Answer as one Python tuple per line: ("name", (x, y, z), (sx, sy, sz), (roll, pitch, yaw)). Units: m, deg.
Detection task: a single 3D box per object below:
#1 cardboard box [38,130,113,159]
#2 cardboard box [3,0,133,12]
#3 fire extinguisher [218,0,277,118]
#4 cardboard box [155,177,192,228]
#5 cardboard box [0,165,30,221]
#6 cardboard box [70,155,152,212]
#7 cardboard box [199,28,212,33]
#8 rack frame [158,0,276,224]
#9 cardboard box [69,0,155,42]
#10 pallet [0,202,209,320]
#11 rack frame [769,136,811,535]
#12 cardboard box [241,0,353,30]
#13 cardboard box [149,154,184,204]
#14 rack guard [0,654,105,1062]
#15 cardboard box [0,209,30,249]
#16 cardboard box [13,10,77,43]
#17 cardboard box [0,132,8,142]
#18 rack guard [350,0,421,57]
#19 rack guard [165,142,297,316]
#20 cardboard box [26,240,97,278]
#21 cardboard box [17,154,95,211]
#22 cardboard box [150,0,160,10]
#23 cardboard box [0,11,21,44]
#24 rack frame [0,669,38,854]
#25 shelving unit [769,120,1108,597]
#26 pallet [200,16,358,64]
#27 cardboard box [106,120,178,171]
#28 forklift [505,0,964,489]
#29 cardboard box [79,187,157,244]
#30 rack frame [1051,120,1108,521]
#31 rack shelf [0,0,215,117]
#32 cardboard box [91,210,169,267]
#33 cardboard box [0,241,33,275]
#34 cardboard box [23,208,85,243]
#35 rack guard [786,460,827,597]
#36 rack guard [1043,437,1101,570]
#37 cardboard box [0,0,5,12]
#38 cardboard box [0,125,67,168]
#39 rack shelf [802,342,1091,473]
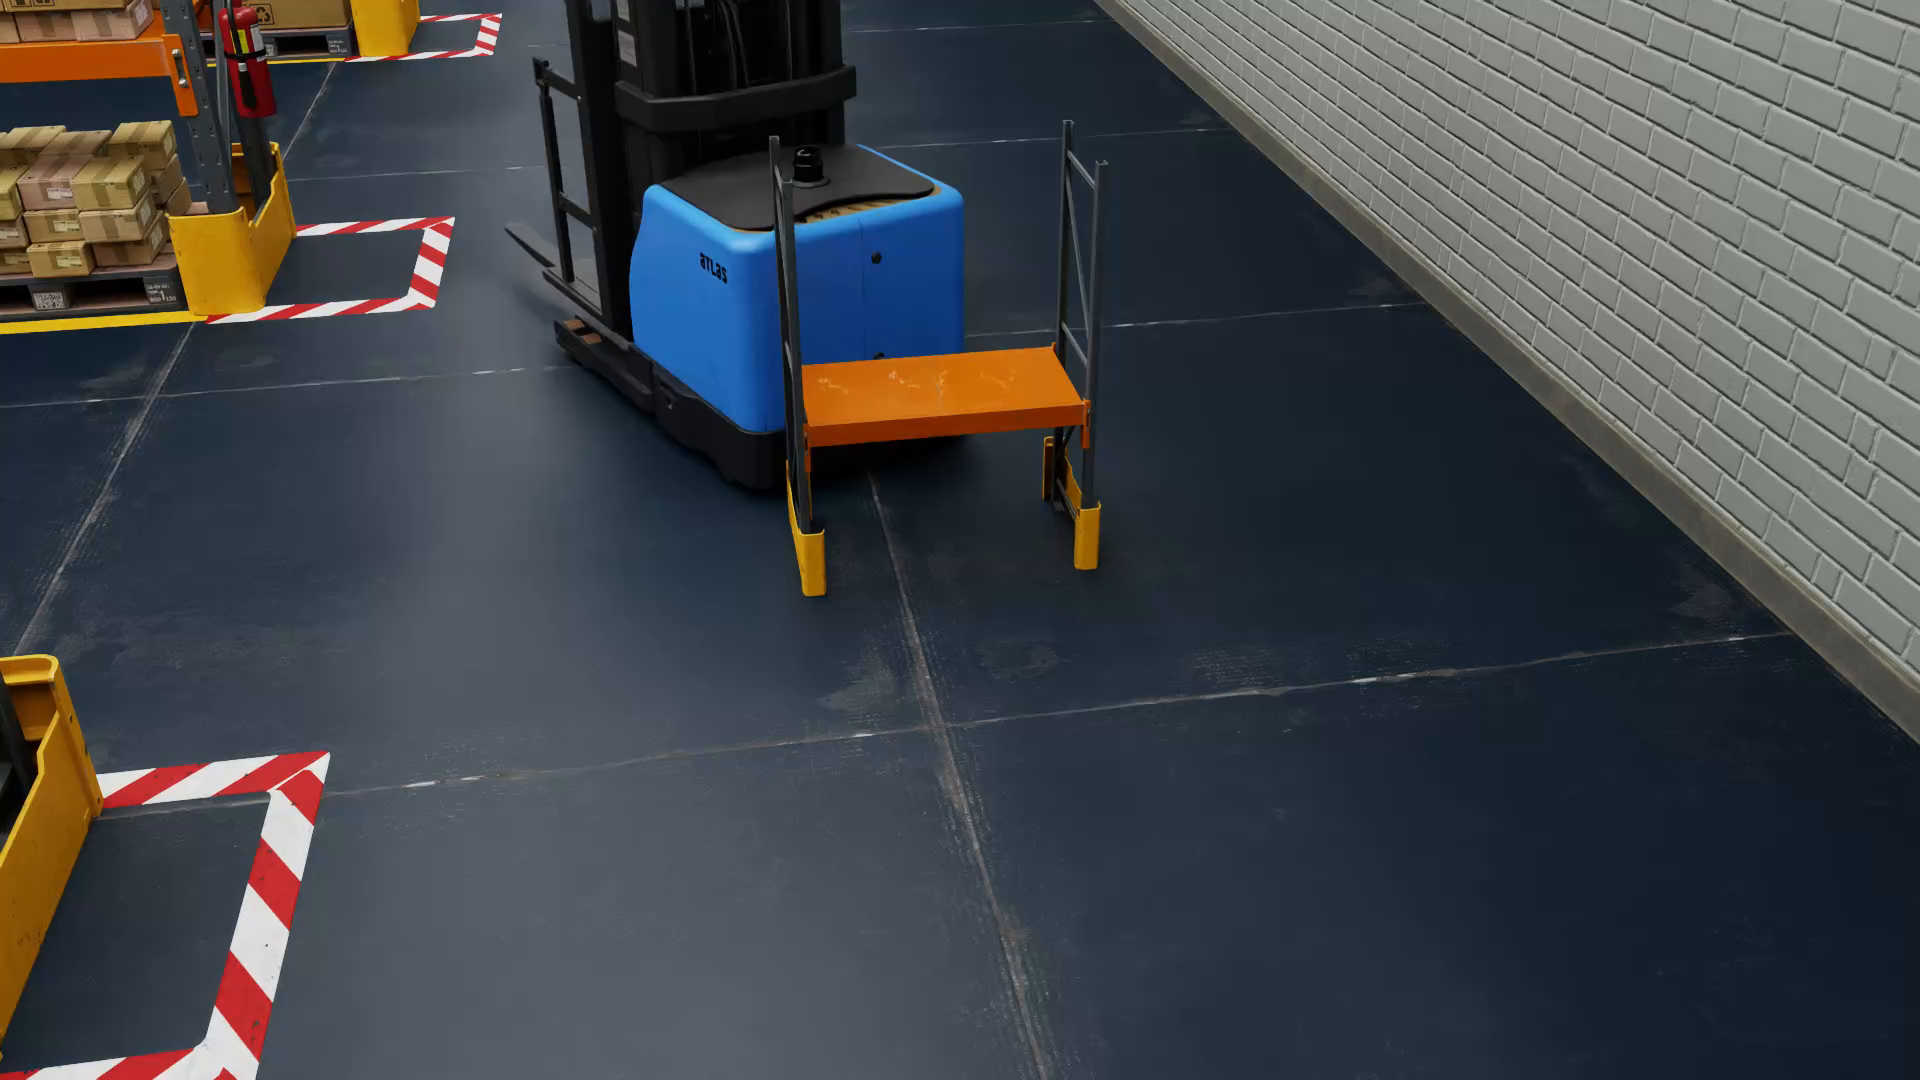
("cardboard box", (-4.449, -1.937, 8.397), (0.250, 0.149, 0.380), (-5, 31, -8))
("cardboard box", (-4.019, -2.695, 7.481), (0.500, 0.500, 0.500), (-5, 31, -8))
("fire extinguisher", (-3.292, -2.291, 7.632), (0.183, 0.674, 0.296), (-5, 31, -9))
("cardboard box", (-4.196, -1.756, 8.676), (0.250, 0.149, 0.380), (-5, 31, -8))
("cardboard box", (-4.587, -1.645, 7.900), (0.250, 0.149, 0.380), (-6, 31, -10))
("cardboard box", (-4.098, -1.726, 8.038), (0.250, 0.149, 0.380), (-5, 31, -8))
("cardboard box", (-5.927, -4.258, 12.215), (0.875, 0.875, 0.875), (-5, 31, -9))
("rack frame", (-3.623, -2.693, 7.870), (0.127, 3.000, 1.000), (-5, 31, -9))
("cardboard box", (-3.893, -2.414, 7.643), (0.250, 0.149, 0.380), (-5, 31, -9))
("pallet", (-4.503, -1.427, 8.469), (1.213, 0.211, 1.003), (-5, 31, -9))
("rack frame", (-0.584, -0.592, 5.778), (0.032, 1.500, 0.500), (-5, 31, -9))
("cardboard box", (-5.032, -4.342, 12.356), (0.875, 0.875, 0.875), (-5, 31, -9))
("cardboard box", (-4.185, -1.853, 8.547), (0.250, 0.149, 0.380), (-4, 31, -7))
("rack guard", (-2.608, 0.842, 4.326), (0.348, 0.500, 1.175), (-5, 31, -9))
("cardboard box", (-4.602, -1.534, 8.004), (0.250, 0.149, 0.380), (-7, 31, -11))
("cardboard box", (-4.144, -2.410, 7.636), (0.250, 0.149, 0.380), (-5, 31, -9))
("cardboard box", (-4.949, -1.914, 8.358), (0.250, 0.149, 0.380), (-7, 31, -11))
("rack guard", (-4.393, -4.099, 12.728), (0.348, 0.500, 1.175), (-5, 31, -9))
("rack guard", (-3.698, -1.608, 8.492), (0.348, 0.500, 1.175), (-5, 31, -9))
("cardboard box", (-4.338, -1.419, 8.102), (0.250, 0.149, 0.380), (-4, 31, -7))
("cardboard box", (-4.356, -1.732, 8.048), (0.250, 0.149, 0.380), (-5, 31, -8))
("cardboard box", (-4.001, -2.718, 8.161), (0.250, 0.149, 0.380), (-6, 31, -9))
("cardboard box", (-4.388, -2.379, 7.585), (0.250, 0.149, 0.380), (-6, 31, -9))
("rack frame", (-2.632, -0.234, 3.688), (0.127, 3.000, 1.000), (-5, 31, -9))
("shelving unit", (-0.075, -0.640, 5.858), (1.083, 1.500, 0.587), (-5, 31, -9))
("pallet", (-5.189, -3.861, 12.607), (1.213, 0.211, 1.003), (-5, 31, -9))
("cardboard box", (-4.200, -2.023, 8.542), (0.250, 0.149, 0.380), (-7, 31, -11))
("forklift", (-1.216, -2.160, 7.032), (1.130, 2.935, 3.031), (-19, 36, -29))
("cardboard box", (-4.091, -1.582, 8.087), (0.250, 0.149, 0.380), (-6, 31, -10))
("rack frame", (0.416, -0.685, 5.936), (0.032, 1.500, 0.500), (-5, 31, -9))
("rack shelf", (-5.590, -2.200, 7.742), (4.000, 0.370, 1.077), (-5, 31, -9))
("cardboard box", (-4.103, -1.493, 8.227), (0.250, 0.149, 0.380), (-5, 31, -8))
("cardboard box", (-4.613, -1.437, 8.134), (0.250, 0.149, 0.380), (-5, 31, -9))
("cardboard box", (-4.358, -1.585, 8.092), (0.250, 0.149, 0.380), (-6, 31, -10))
("rack guard", (-0.565, -0.055, 6.097), (0.087, 0.250, 0.587), (-5, 31, -9))
("rack guard", (0.415, -0.146, 6.252), (0.087, 0.250, 0.587), (-5, 31, -9))
("cardboard box", (-4.526, -2.650, 7.405), (0.500, 0.500, 0.500), (-6, 31, -10))
("cardboard box", (-4.720, -1.978, 8.467), (0.250, 0.149, 0.380), (-5, 31, -9))
("rack shelf", (-0.084, -0.484, 5.948), (1.000, 0.185, 0.538), (-5, 31, -9))
